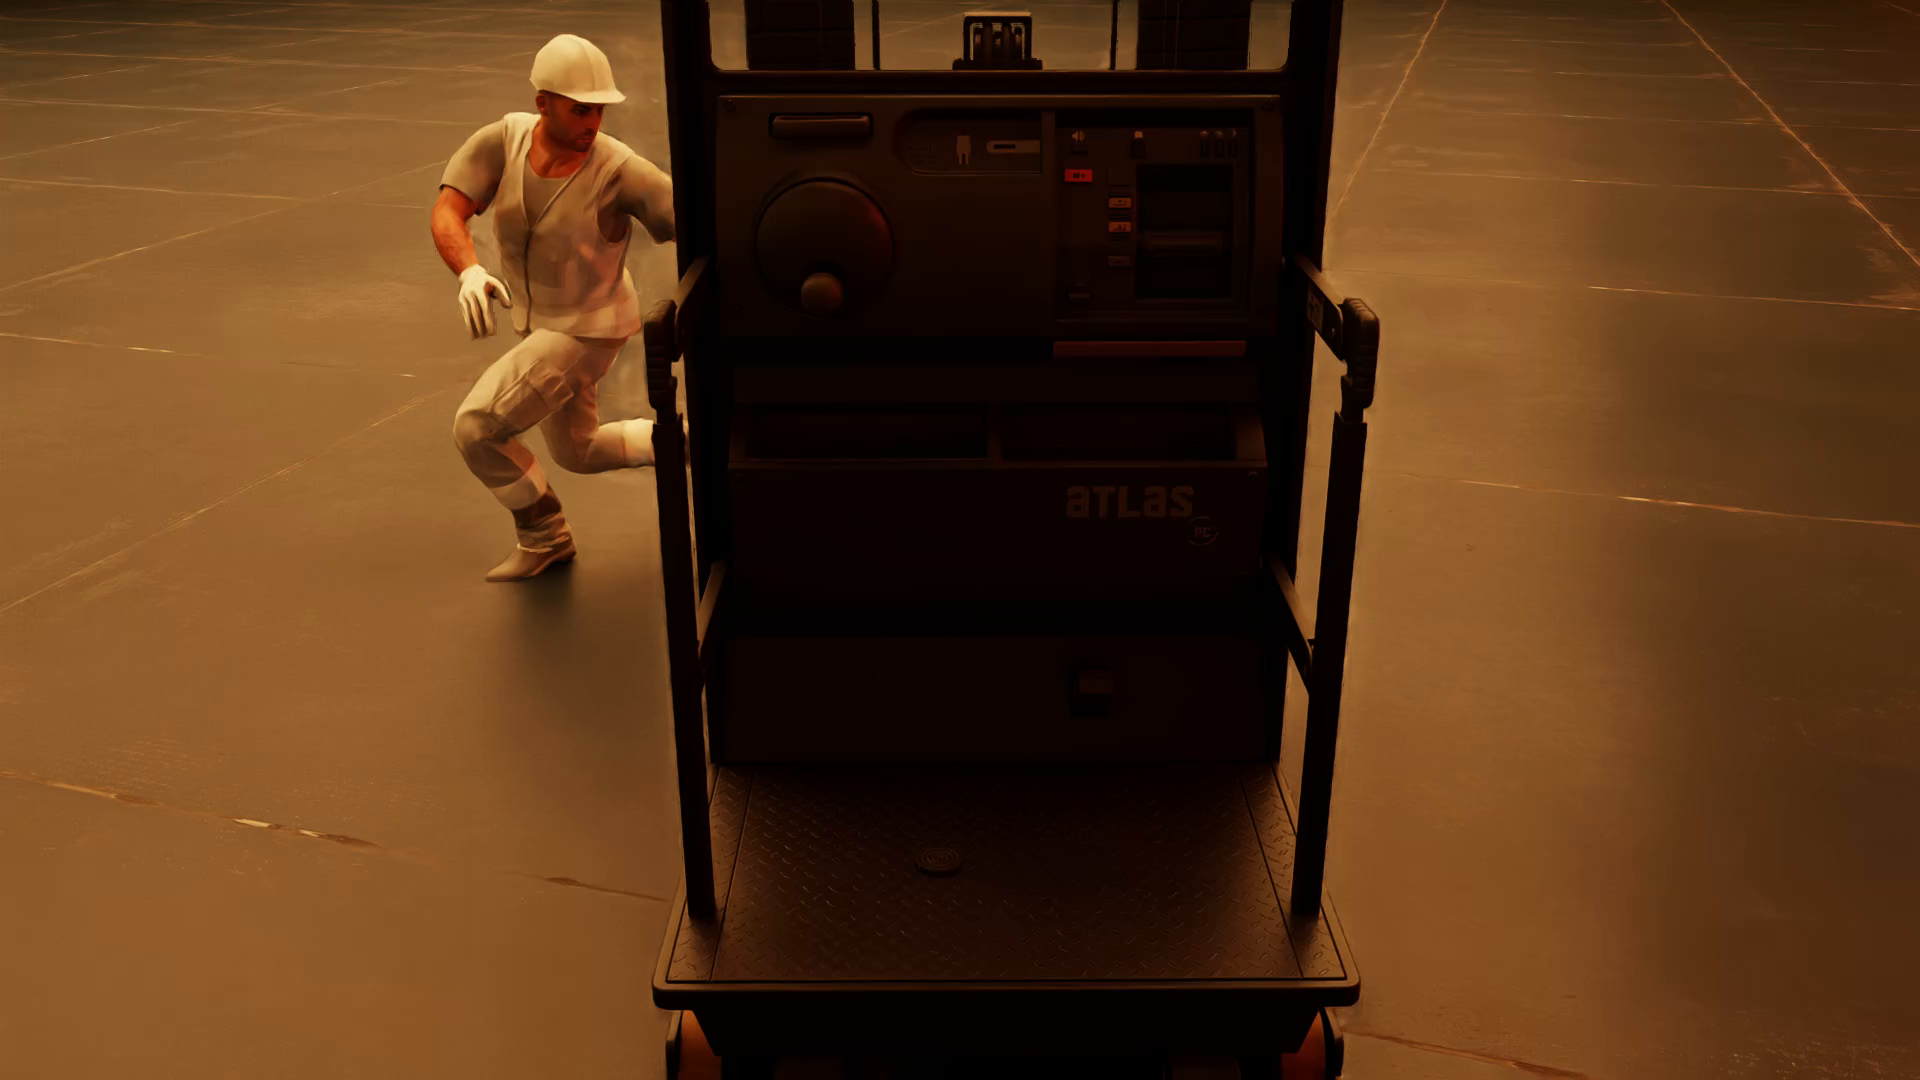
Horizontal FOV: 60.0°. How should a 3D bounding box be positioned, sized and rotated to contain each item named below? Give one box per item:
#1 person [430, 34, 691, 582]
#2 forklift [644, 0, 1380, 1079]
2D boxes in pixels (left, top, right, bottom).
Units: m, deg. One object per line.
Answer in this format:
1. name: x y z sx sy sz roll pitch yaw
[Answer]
1. person: -1.027 -0.638 4.718 0.931 1.548 0.663 -19 29 -39
2. forklift: 0.069 -0.523 2.546 1.130 2.935 3.031 0 22 0
